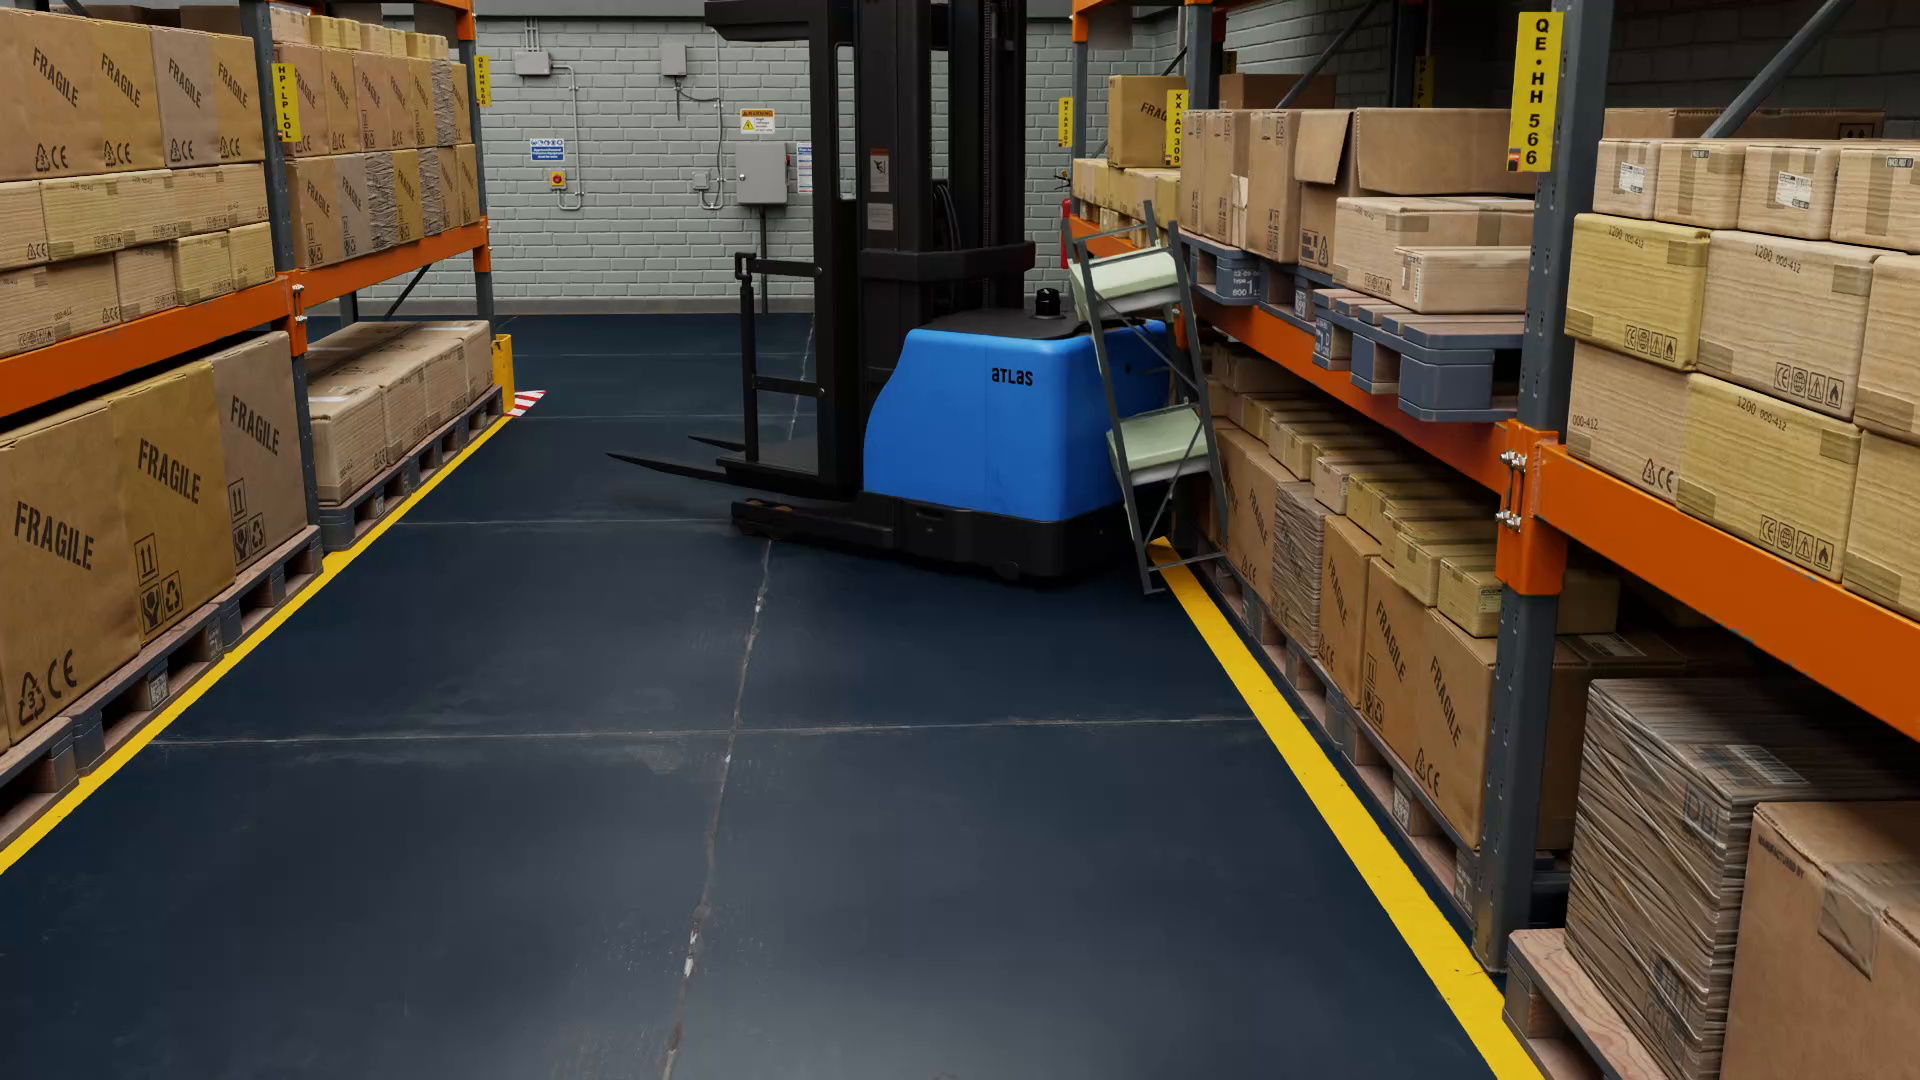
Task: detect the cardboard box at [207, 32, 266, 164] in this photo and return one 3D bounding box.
[{"bbox_3d":[-3.166,-1.774,6.696,0.500,0.500,0.500,0,14,-2],"label":"cardboard box"}]

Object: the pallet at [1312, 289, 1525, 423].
[{"bbox_3d":[1.646,-0.506,4.360,1.213,0.211,1.003,-1,14,-3],"label":"pallet"}]

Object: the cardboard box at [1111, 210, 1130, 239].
[{"bbox_3d":[1.075,-1.827,9.613,0.380,0.149,0.250,-1,14,-2],"label":"cardboard box"}]

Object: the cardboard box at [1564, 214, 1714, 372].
[{"bbox_3d":[1.516,-0.487,3.196,0.500,0.250,0.500,-1,14,-3],"label":"cardboard box"}]

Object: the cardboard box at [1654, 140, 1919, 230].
[{"bbox_3d":[1.501,-0.644,3.008,0.380,0.149,0.250,-1,14,-2],"label":"cardboard box"}]

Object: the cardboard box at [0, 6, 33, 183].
[{"bbox_3d":[-3.040,-1.265,4.718,0.500,0.500,0.500,0,14,-2],"label":"cardboard box"}]

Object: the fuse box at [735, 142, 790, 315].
[{"bbox_3d":[-1.959,-3.118,16.711,0.539,1.711,0.414,-1,14,-3],"label":"fuse box"}]

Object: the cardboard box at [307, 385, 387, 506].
[{"bbox_3d":[-3.376,-0.469,8.130,0.875,0.438,0.875,-1,14,-4],"label":"cardboard box"}]

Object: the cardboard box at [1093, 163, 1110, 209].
[{"bbox_3d":[1.087,-2.124,9.967,0.500,0.250,0.500,-1,14,-4],"label":"cardboard box"}]

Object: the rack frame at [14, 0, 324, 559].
[{"bbox_3d":[-3.444,-1.349,7.250,1.000,3.000,0.127,-1,14,-3],"label":"rack frame"}]

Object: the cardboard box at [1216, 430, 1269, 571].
[{"bbox_3d":[1.358,-0.163,6.815,0.500,0.500,0.500,-1,14,-4],"label":"cardboard box"}]

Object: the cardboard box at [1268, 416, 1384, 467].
[{"bbox_3d":[1.397,-0.378,6.348,0.380,0.149,0.250,-1,14,-4],"label":"cardboard box"}]

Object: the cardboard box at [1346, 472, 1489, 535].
[{"bbox_3d":[1.467,-0.120,5.343,0.380,0.149,0.250,-1,14,-4],"label":"cardboard box"}]

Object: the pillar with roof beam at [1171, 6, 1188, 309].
[{"bbox_3d":[-2.302,-5.945,13.072,9.100,9.000,0.400,-1,14,-3],"label":"pillar with roof beam"}]

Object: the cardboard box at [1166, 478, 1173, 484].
[{"bbox_3d":[1.182,-0.383,8.375,0.380,0.149,0.250,-1,14,-5],"label":"cardboard box"}]

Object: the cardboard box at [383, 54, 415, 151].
[{"bbox_3d":[-3.306,-2.383,9.060,0.500,0.500,0.500,-1,14,-4],"label":"cardboard box"}]

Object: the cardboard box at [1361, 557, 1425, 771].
[{"bbox_3d":[1.496,0.349,4.824,0.500,0.500,0.500,-1,14,-4],"label":"cardboard box"}]

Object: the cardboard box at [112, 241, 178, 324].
[{"bbox_3d":[-3.122,-0.916,5.869,0.500,0.250,0.500,-1,14,-5],"label":"cardboard box"}]

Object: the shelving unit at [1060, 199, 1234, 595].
[{"bbox_3d":[0.799,-0.623,7.078,0.431,1.500,0.755,-12,18,2],"label":"shelving unit"}]

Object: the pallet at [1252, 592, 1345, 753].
[{"bbox_3d":[1.677,0.430,5.933,1.003,0.211,1.213,-1,14,-3],"label":"pallet"}]

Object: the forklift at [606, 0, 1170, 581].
[{"bbox_3d":[-0.500,-1.513,8.024,3.031,2.935,1.130,11,18,35],"label":"forklift"}]

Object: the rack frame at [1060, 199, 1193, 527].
[{"bbox_3d":[0.789,-0.735,7.427,0.400,1.500,0.023,-12,18,2],"label":"rack frame"}]

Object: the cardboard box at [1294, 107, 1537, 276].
[{"bbox_3d":[1.472,-1.088,5.186,0.797,0.503,0.637,-1,14,-5],"label":"cardboard box"}]

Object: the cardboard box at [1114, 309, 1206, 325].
[{"bbox_3d":[1.205,-1.262,11.079,0.797,0.503,0.637,-1,15,-6],"label":"cardboard box"}]

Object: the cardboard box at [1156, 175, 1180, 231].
[{"bbox_3d":[1.235,-1.621,8.010,0.500,0.250,0.500,-1,14,-2],"label":"cardboard box"}]

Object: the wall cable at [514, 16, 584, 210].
[{"bbox_3d":[-4.065,-4.253,16.435,0.585,1.953,0.123,-1,14,-3],"label":"wall cable"}]

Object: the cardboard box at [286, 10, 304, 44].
[{"bbox_3d":[-3.237,-2.342,7.599,0.380,0.149,0.250,-1,14,-3],"label":"cardboard box"}]

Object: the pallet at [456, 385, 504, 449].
[{"bbox_3d":[-3.564,-0.796,10.695,1.003,0.211,1.213,-1,14,-3],"label":"pallet"}]

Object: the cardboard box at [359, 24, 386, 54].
[{"bbox_3d":[-3.280,-2.657,8.826,0.380,0.149,0.250,-1,14,-3],"label":"cardboard box"}]

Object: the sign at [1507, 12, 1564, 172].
[{"bbox_3d":[1.217,-0.943,3.509,0.100,0.325,0.005,-1,14,-3],"label":"sign"}]

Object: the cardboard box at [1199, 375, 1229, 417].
[{"bbox_3d":[1.267,-0.640,7.367,0.380,0.149,0.250,0,14,-1],"label":"cardboard box"}]

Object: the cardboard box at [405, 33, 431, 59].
[{"bbox_3d":[-3.356,-2.916,9.829,0.380,0.149,0.250,-1,14,-2],"label":"cardboard box"}]

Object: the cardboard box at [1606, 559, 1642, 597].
[{"bbox_3d":[2.047,0.060,4.644,0.380,0.149,0.250,0,14,-2],"label":"cardboard box"}]

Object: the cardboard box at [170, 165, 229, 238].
[{"bbox_3d":[-3.136,-1.288,6.312,0.500,0.250,0.500,-1,14,-2],"label":"cardboard box"}]

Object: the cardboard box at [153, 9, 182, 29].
[{"bbox_3d":[-3.689,-2.335,7.572,0.380,0.149,0.250,-1,14,-2],"label":"cardboard box"}]

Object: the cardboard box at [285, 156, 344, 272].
[{"bbox_3d":[-3.212,-1.518,7.707,0.500,0.500,0.500,0,14,-2],"label":"cardboard box"}]

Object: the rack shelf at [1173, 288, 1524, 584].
[{"bbox_3d":[1.634,-0.581,5.708,1.077,0.370,4.000,-1,14,-3],"label":"rack shelf"}]

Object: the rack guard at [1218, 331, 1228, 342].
[{"bbox_3d":[1.267,-1.192,11.656,1.175,0.500,0.348,-1,14,-3],"label":"rack guard"}]

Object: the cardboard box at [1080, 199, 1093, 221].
[{"bbox_3d":[1.009,-2.214,11.115,0.380,0.149,0.250,-1,14,-4],"label":"cardboard box"}]

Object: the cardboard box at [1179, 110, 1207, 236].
[{"bbox_3d":[1.317,-1.555,7.005,0.700,0.500,0.500,-1,14,-2],"label":"cardboard box"}]

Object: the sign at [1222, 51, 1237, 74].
[{"bbox_3d":[1.817,-3.139,11.248,0.100,0.325,0.005,-1,14,-3],"label":"sign"}]

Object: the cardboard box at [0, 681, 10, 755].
[{"bbox_3d":[-3.156,0.298,4.268,0.875,0.875,0.875,-1,14,-4],"label":"cardboard box"}]

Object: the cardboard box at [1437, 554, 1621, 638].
[{"bbox_3d":[1.474,0.142,4.325,0.380,0.149,0.250,-2,15,-6],"label":"cardboard box"}]

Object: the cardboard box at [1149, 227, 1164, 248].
[{"bbox_3d":[1.160,-1.509,8.376,0.380,0.149,0.250,-1,14,-2],"label":"cardboard box"}]

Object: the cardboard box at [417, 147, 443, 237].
[{"bbox_3d":[-3.340,-2.024,9.671,0.500,0.500,0.500,0,14,-2],"label":"cardboard box"}]
